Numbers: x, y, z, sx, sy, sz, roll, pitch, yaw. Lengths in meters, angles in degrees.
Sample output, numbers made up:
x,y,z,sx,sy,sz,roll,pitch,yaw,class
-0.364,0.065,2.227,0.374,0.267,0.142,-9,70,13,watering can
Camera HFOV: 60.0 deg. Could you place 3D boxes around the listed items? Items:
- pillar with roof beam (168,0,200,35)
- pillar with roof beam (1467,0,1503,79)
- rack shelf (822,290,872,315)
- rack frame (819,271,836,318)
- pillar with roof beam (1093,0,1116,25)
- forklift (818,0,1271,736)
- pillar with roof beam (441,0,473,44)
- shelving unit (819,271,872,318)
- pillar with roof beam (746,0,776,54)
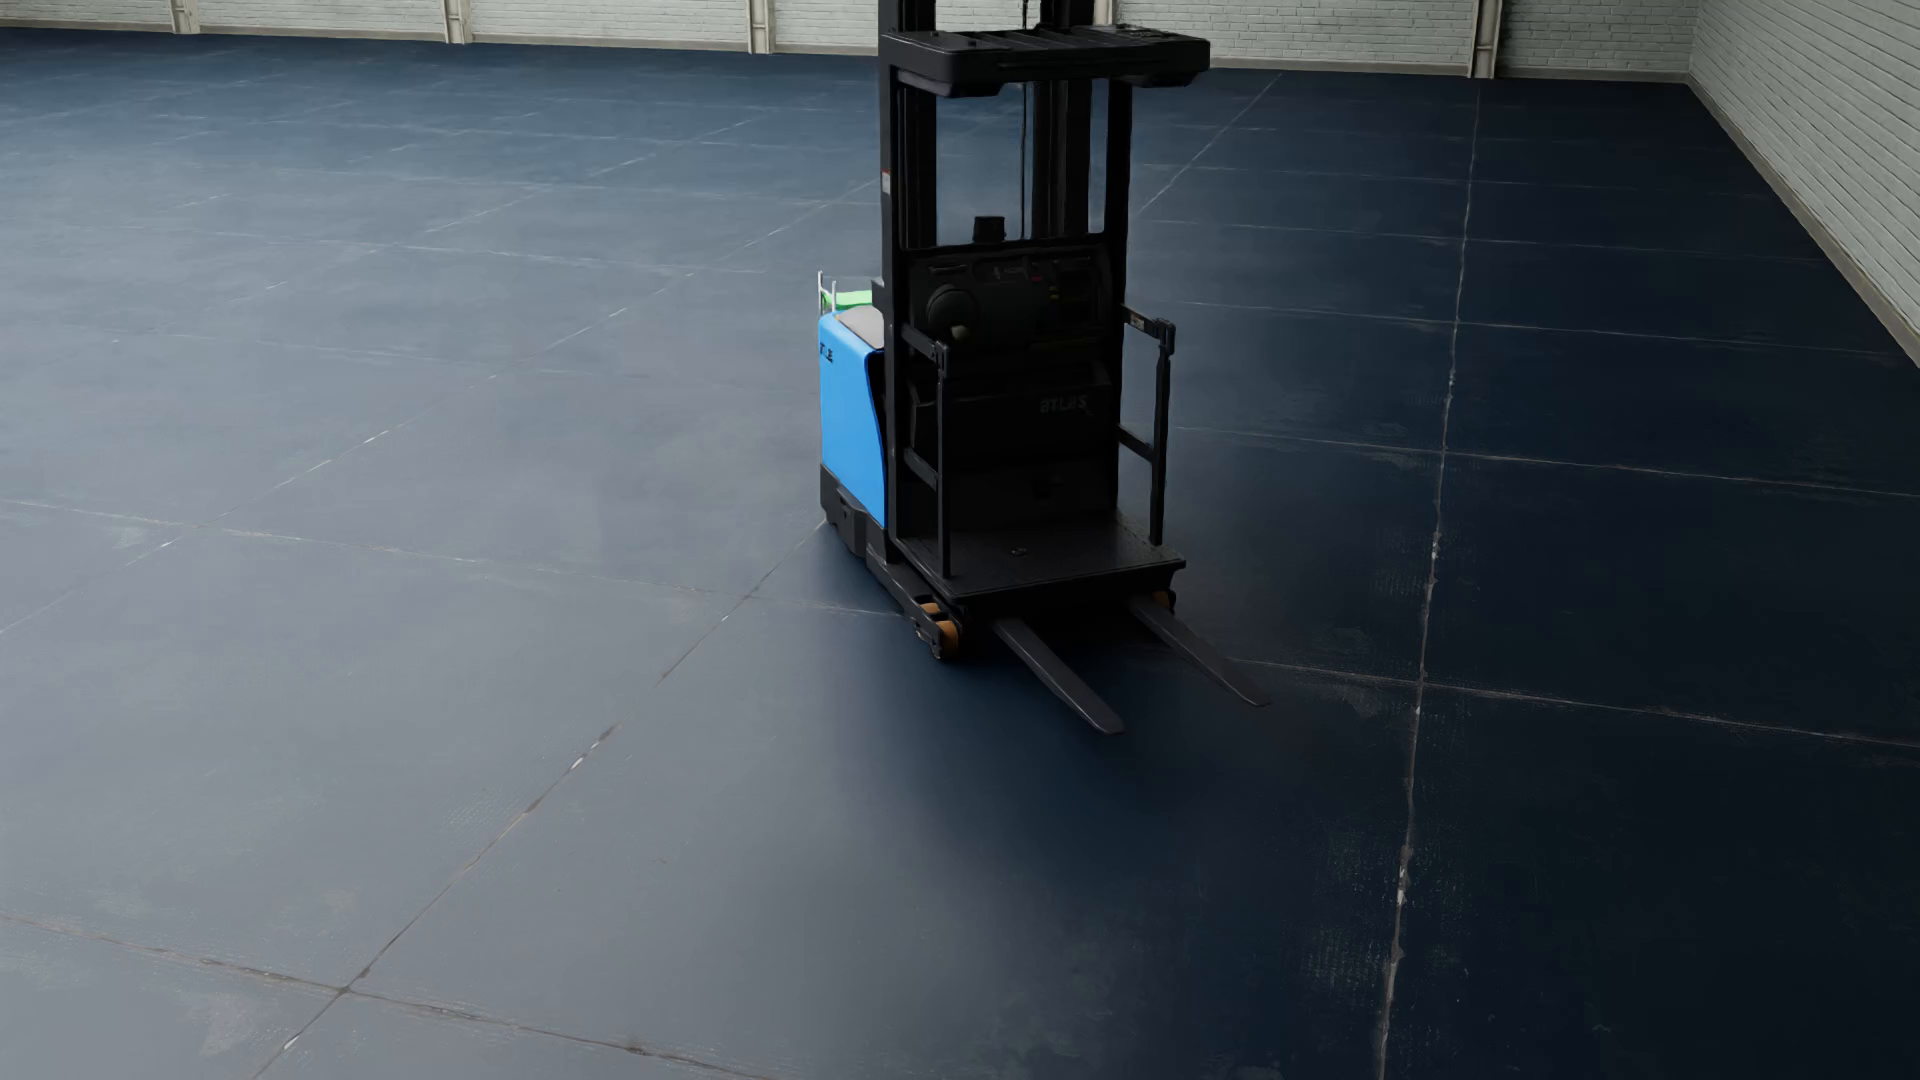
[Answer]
x,y,z,sx,sy,sz,roll,pitch,yaw,class
-16.170,-12.387,26.611,0.400,9.000,9.100,7,23,16,pillar with roof beam
6.807,-9.756,20.197,0.400,9.000,9.100,7,23,16,pillar with roof beam
-0.439,-1.182,8.474,0.480,0.148,0.258,-9,24,-20,rack shelf
-0.665,-0.762,8.548,0.015,1.200,0.240,-9,24,-20,rack frame
1.063,-10.414,21.801,0.400,9.000,9.100,7,23,16,pillar with roof beam
0.298,-1.031,6.922,1.130,2.935,3.031,-8,24,-20,forklift
-10.425,-11.730,25.008,0.400,9.000,9.100,7,23,16,pillar with roof beam
-0.439,-0.797,8.632,0.503,1.200,0.258,-9,24,-20,shelving unit
-4.681,-11.072,23.404,0.400,9.000,9.100,7,23,16,pillar with roof beam
